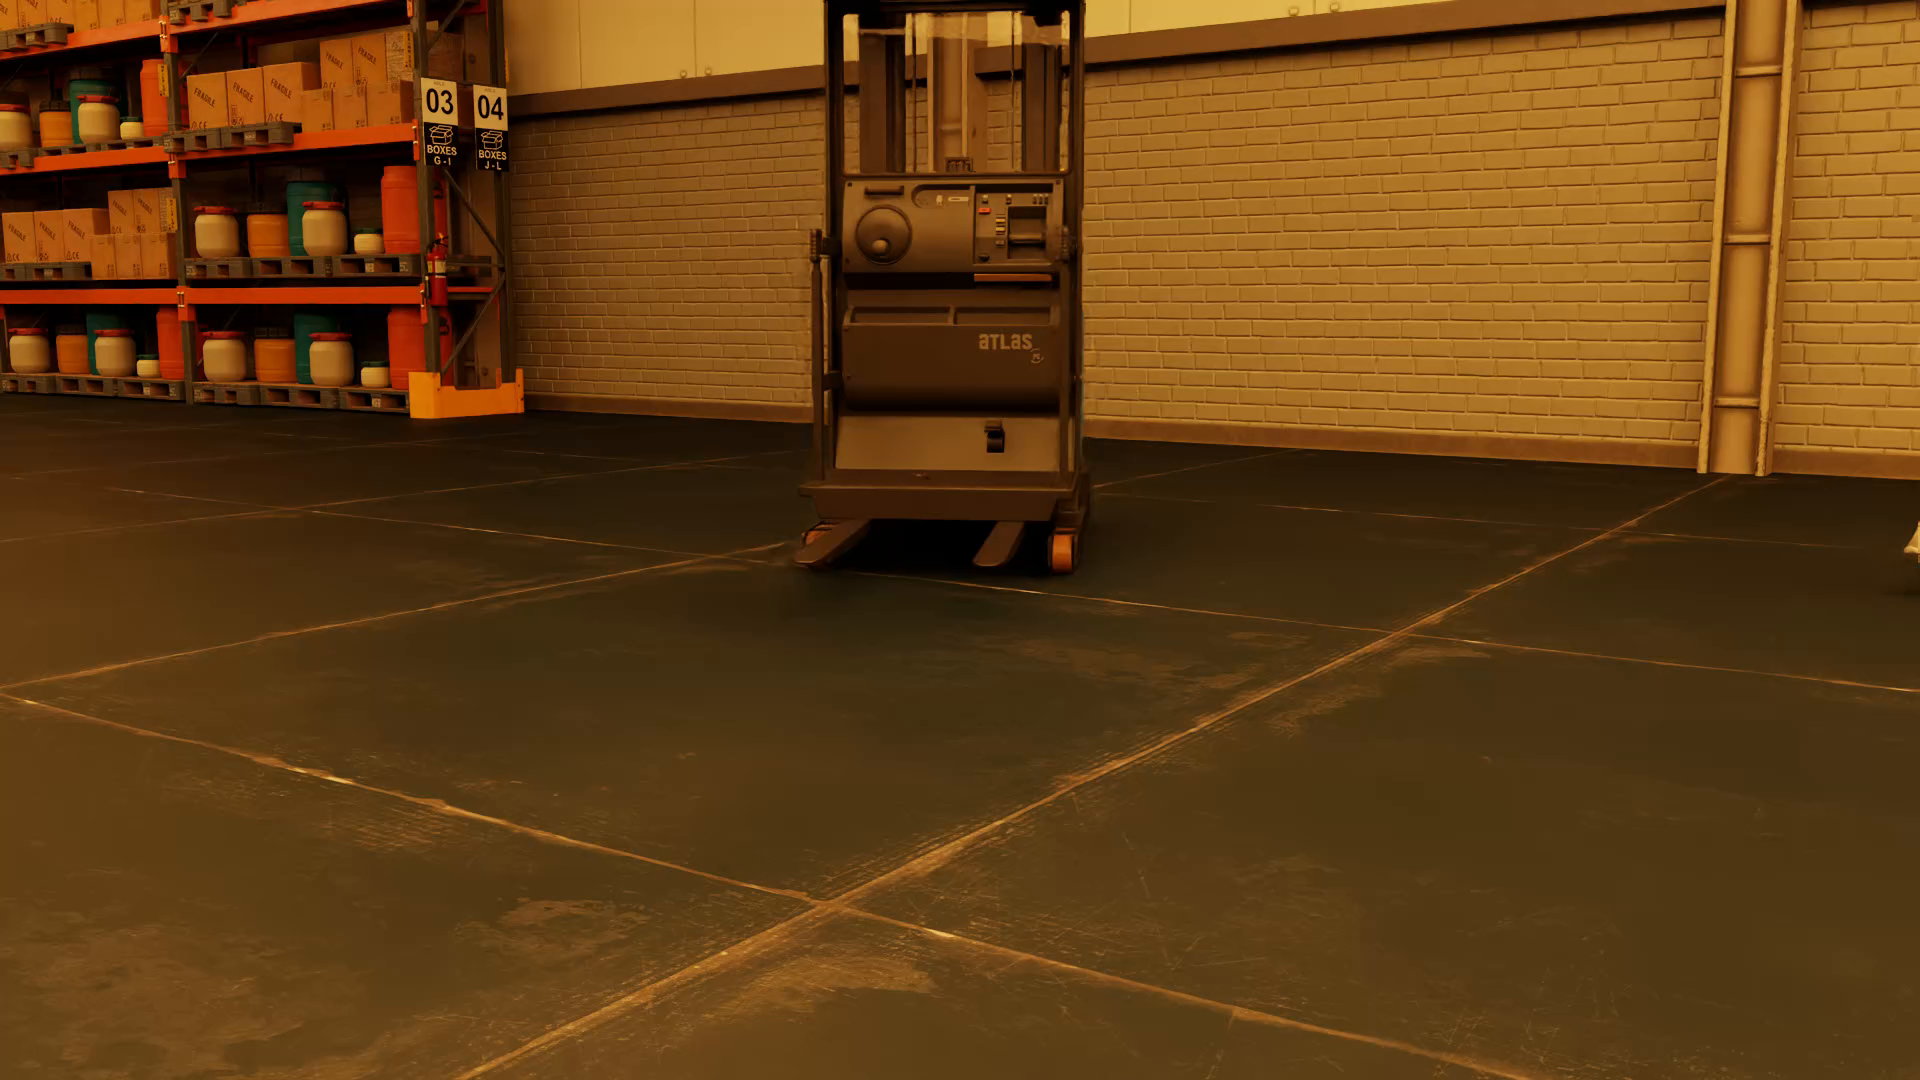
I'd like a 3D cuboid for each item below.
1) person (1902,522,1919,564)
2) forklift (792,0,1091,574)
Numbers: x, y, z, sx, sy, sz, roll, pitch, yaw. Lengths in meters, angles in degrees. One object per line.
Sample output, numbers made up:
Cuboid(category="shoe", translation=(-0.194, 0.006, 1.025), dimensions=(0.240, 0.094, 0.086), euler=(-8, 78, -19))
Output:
Cuboid(category="person", translation=(3.872, -0.597, 6.006), dimensions=(0.639, 1.646, 0.792), euler=(-1, 8, -10))
Cuboid(category="forklift", translation=(-0.051, -1.364, 6.788), dimensions=(1.130, 2.935, 3.031), euler=(1, 8, 6))
